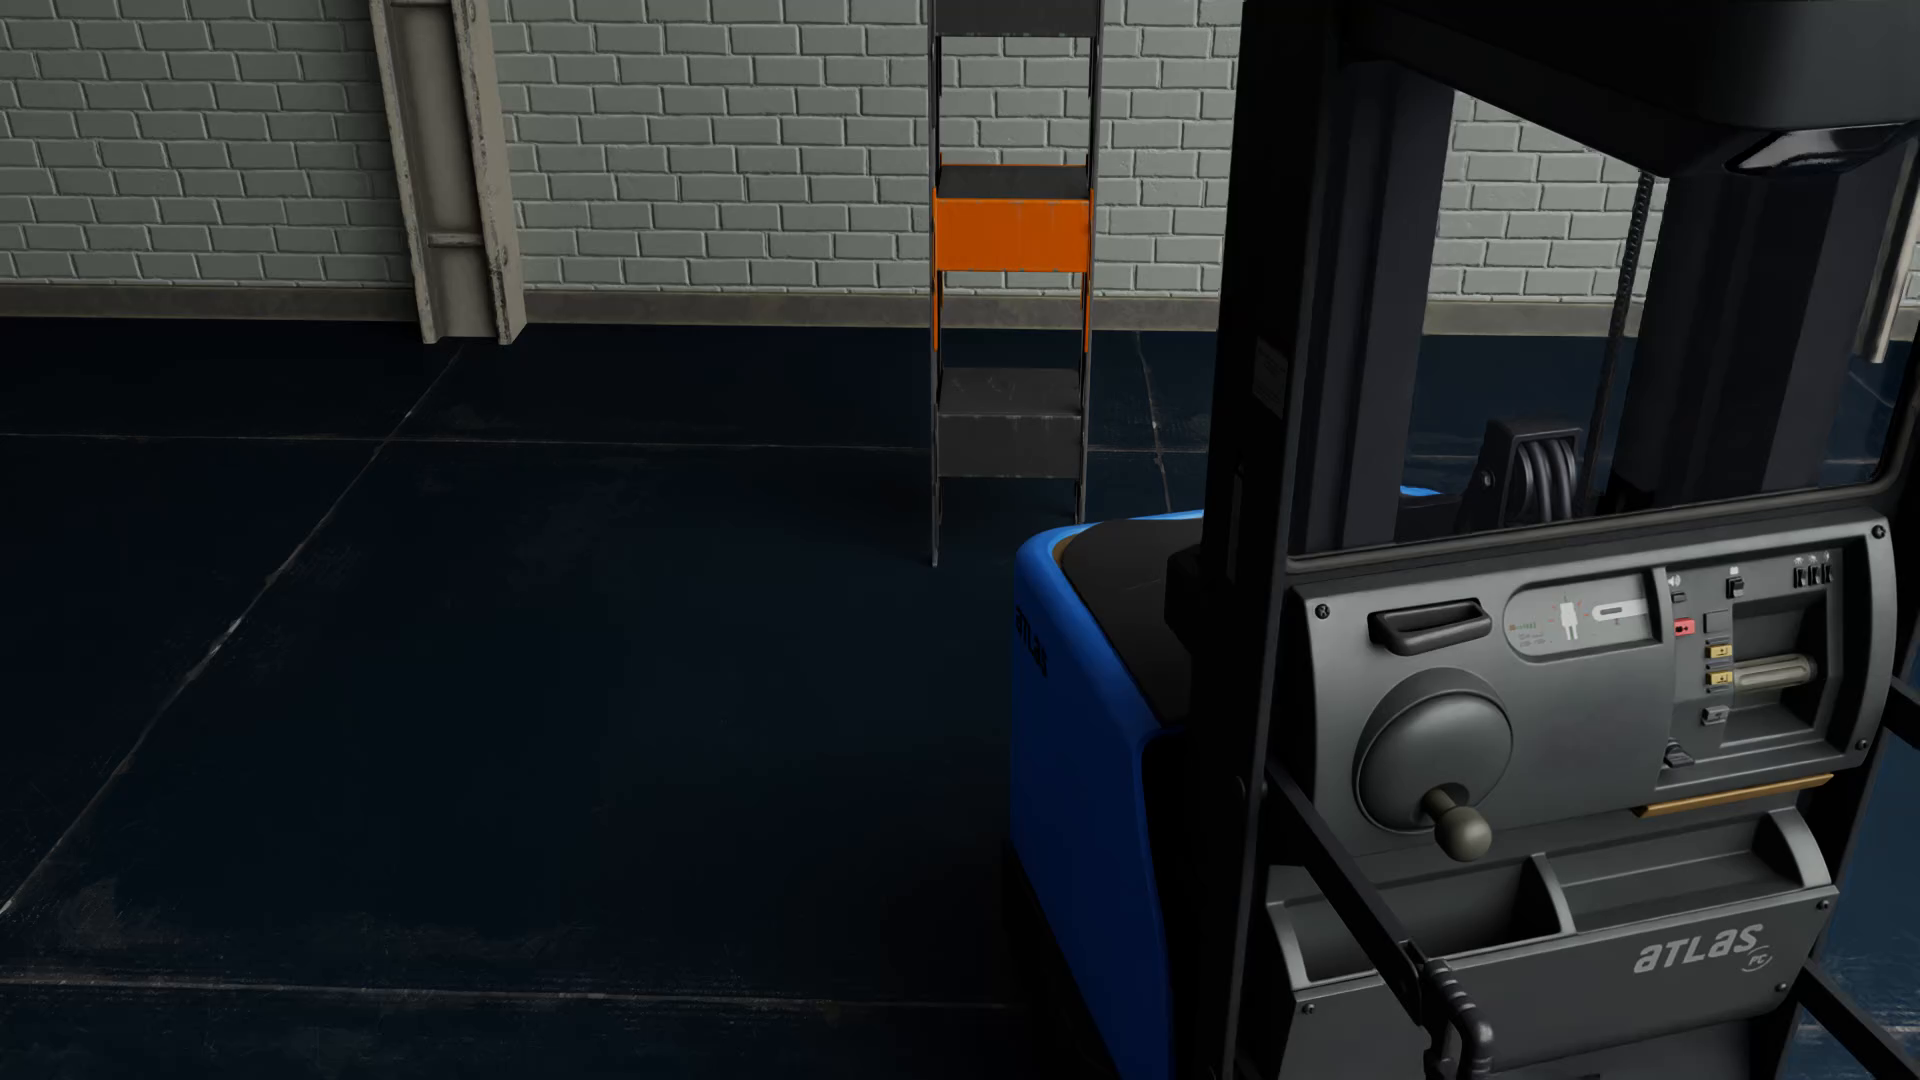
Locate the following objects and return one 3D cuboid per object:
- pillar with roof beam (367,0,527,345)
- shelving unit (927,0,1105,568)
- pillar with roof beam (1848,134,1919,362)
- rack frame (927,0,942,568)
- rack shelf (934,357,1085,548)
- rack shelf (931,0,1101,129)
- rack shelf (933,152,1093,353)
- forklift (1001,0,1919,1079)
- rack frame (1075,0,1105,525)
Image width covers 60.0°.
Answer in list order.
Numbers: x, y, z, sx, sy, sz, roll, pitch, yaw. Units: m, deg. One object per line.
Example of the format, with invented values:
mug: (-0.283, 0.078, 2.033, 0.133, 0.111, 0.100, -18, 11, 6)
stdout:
pillar with roof beam: (-2.343, -2.905, 1.623, 0.400, 9.000, 9.100, 1, 28, 2)
shelving unit: (0.165, -0.925, 5.253, 0.503, 2.100, 0.431, 1, 28, 2)
pillar with roof beam: (3.654, -2.806, 1.435, 0.400, 9.000, 9.100, 1, 28, 2)
rack frame: (-0.078, -0.929, 5.261, 0.015, 2.100, 0.400, 1, 28, 2)
rack shelf: (0.165, -0.294, 5.587, 0.480, 0.518, 0.431, 1, 28, 2)
rack shelf: (0.165, -1.531, 4.932, 0.480, 0.518, 0.431, 1, 28, 2)
rack shelf: (0.165, -0.913, 5.259, 0.480, 0.518, 0.431, 1, 28, 2)
forklift: (0.972, 0.242, 2.164, 1.130, 2.935, 3.031, -7, 29, -13)
rack frame: (0.409, -0.921, 5.245, 0.015, 2.100, 0.400, 1, 28, 2)
